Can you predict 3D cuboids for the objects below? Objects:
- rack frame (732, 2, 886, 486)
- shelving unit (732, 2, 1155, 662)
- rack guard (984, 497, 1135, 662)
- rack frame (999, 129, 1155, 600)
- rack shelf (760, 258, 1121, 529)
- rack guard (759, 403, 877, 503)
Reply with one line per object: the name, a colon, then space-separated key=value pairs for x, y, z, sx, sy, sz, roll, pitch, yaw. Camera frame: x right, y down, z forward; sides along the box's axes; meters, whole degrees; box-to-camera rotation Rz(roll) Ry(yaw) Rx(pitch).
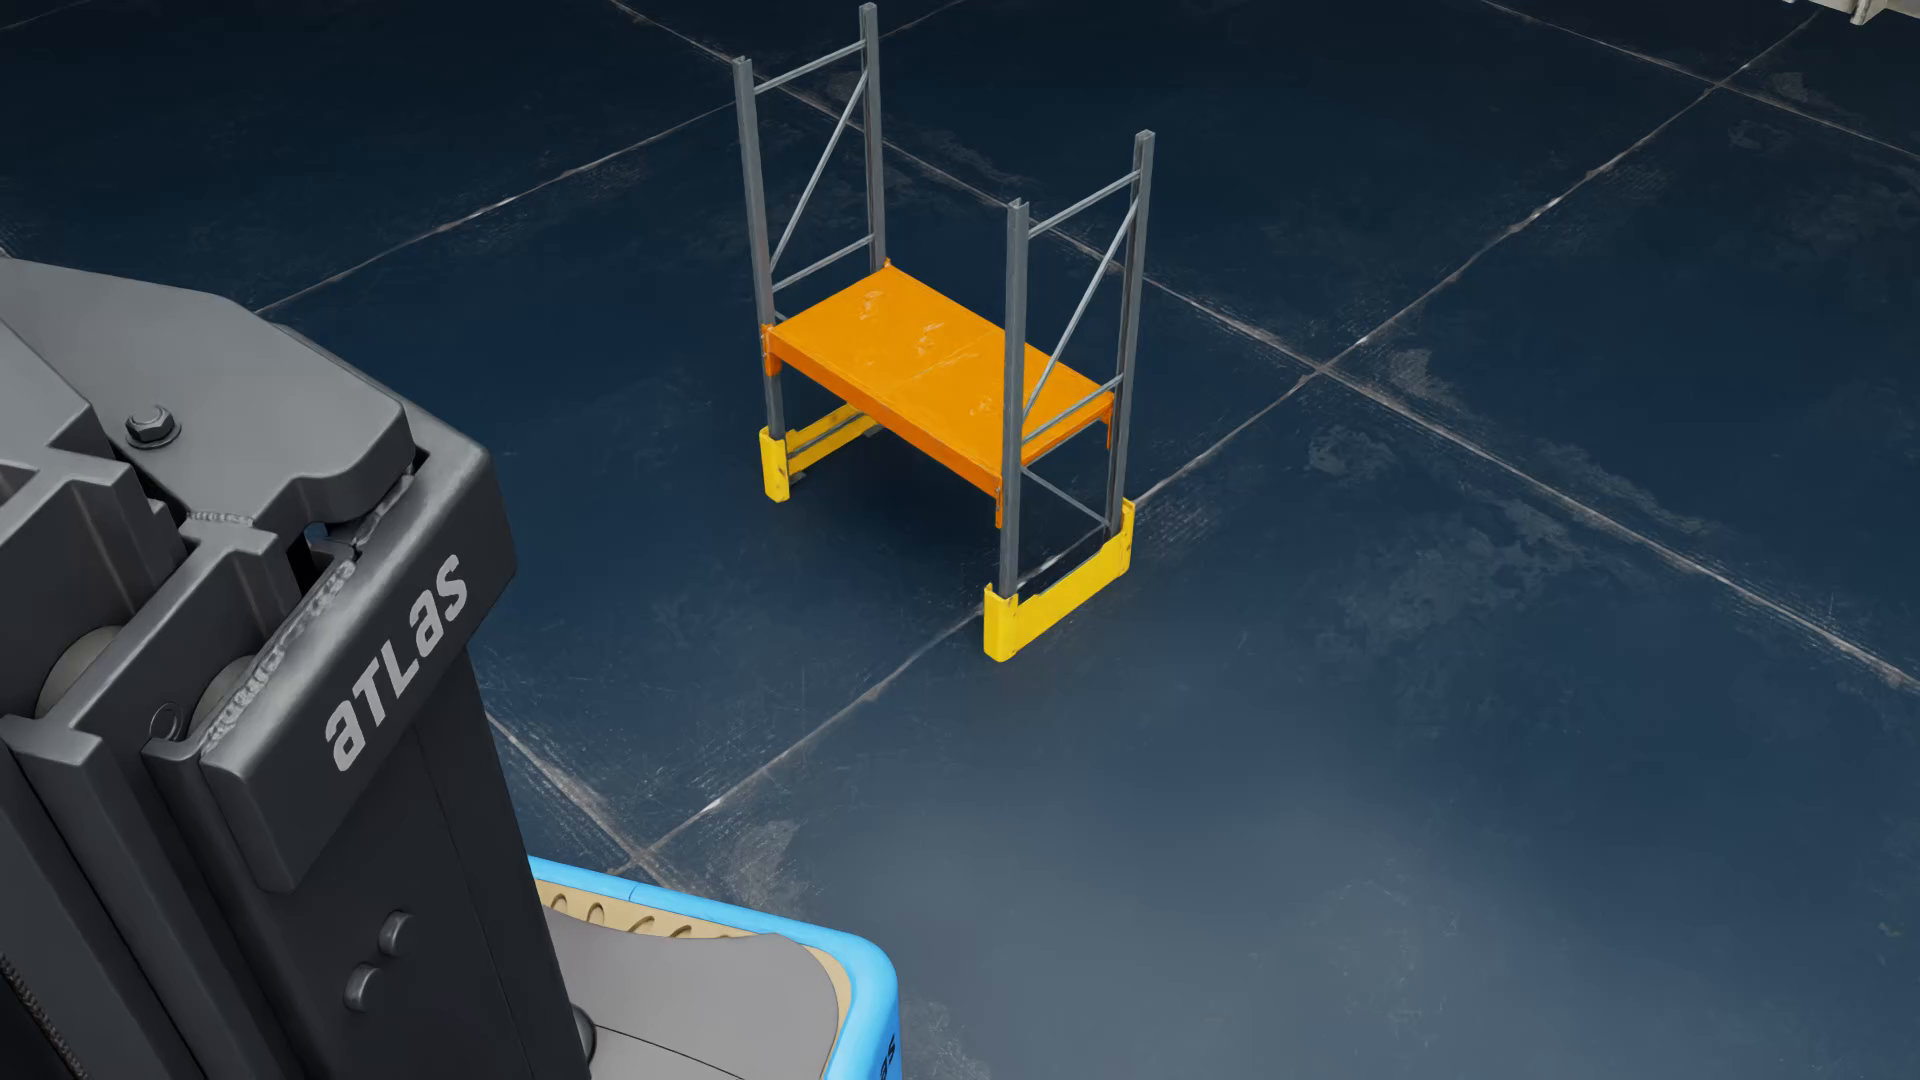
rack frame: x=-0.419 y=-0.836 z=5.050 sx=0.500 sy=1.500 sz=0.032 roll=-34 pitch=53 yaw=-31
shelving unit: x=-0.054 y=-0.587 z=4.781 sx=0.587 sy=1.500 sz=1.083 roll=-34 pitch=53 yaw=-31
rack guard: x=0.298 y=0.111 z=4.946 sx=0.587 sy=0.250 sz=0.087 roll=-34 pitch=53 yaw=-31
rack frame: x=0.299 y=-0.348 z=4.521 sx=0.500 sy=1.500 sz=0.032 roll=-34 pitch=53 yaw=-31
rack shelf: x=-0.060 y=-0.460 z=4.907 sx=0.538 sy=0.185 sz=1.000 roll=-34 pitch=53 yaw=-31
rack guard: x=-0.406 y=-0.368 z=5.464 sx=0.587 sy=0.250 sz=0.087 roll=-34 pitch=53 yaw=-31
